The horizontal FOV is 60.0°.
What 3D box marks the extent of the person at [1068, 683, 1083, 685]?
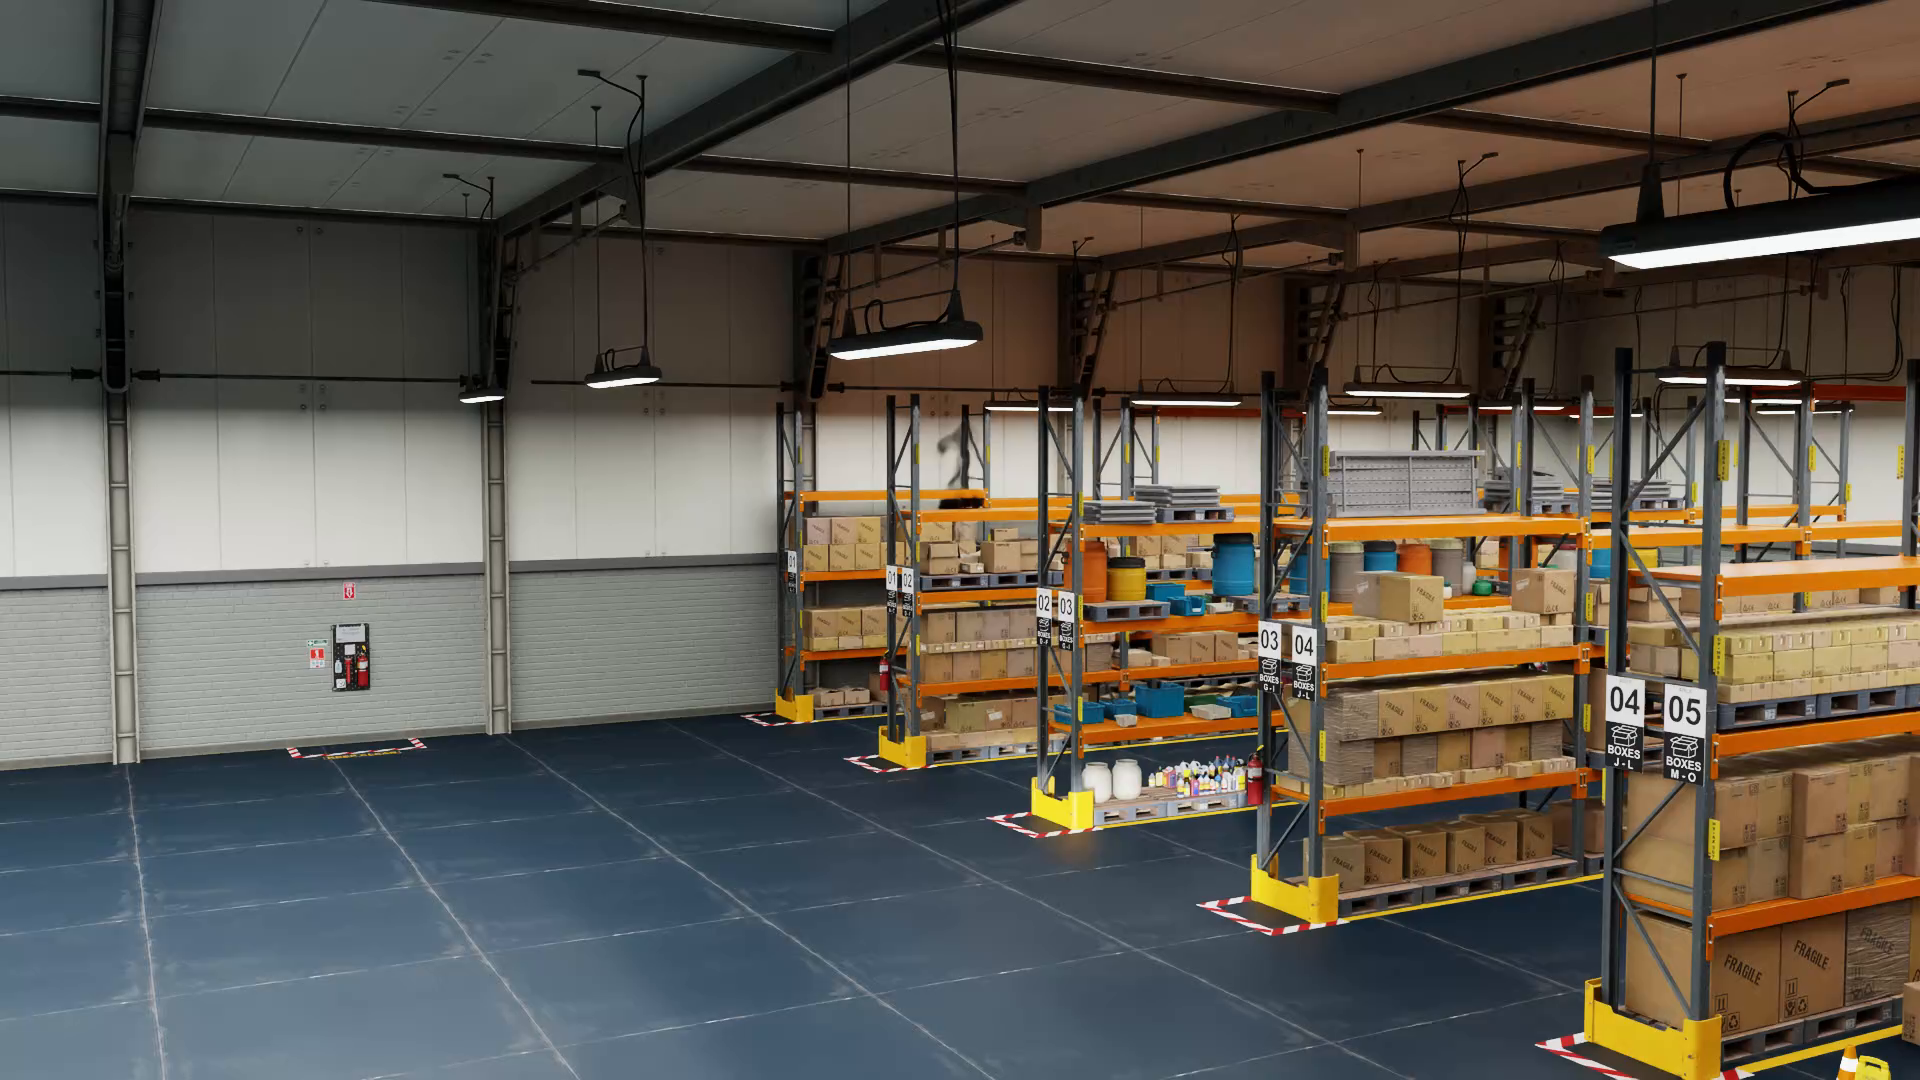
[{"bbox_3d":[2.169,2.549,30.786,0.876,1.754,0.651,-2,4,-33],"label":"person"}]
